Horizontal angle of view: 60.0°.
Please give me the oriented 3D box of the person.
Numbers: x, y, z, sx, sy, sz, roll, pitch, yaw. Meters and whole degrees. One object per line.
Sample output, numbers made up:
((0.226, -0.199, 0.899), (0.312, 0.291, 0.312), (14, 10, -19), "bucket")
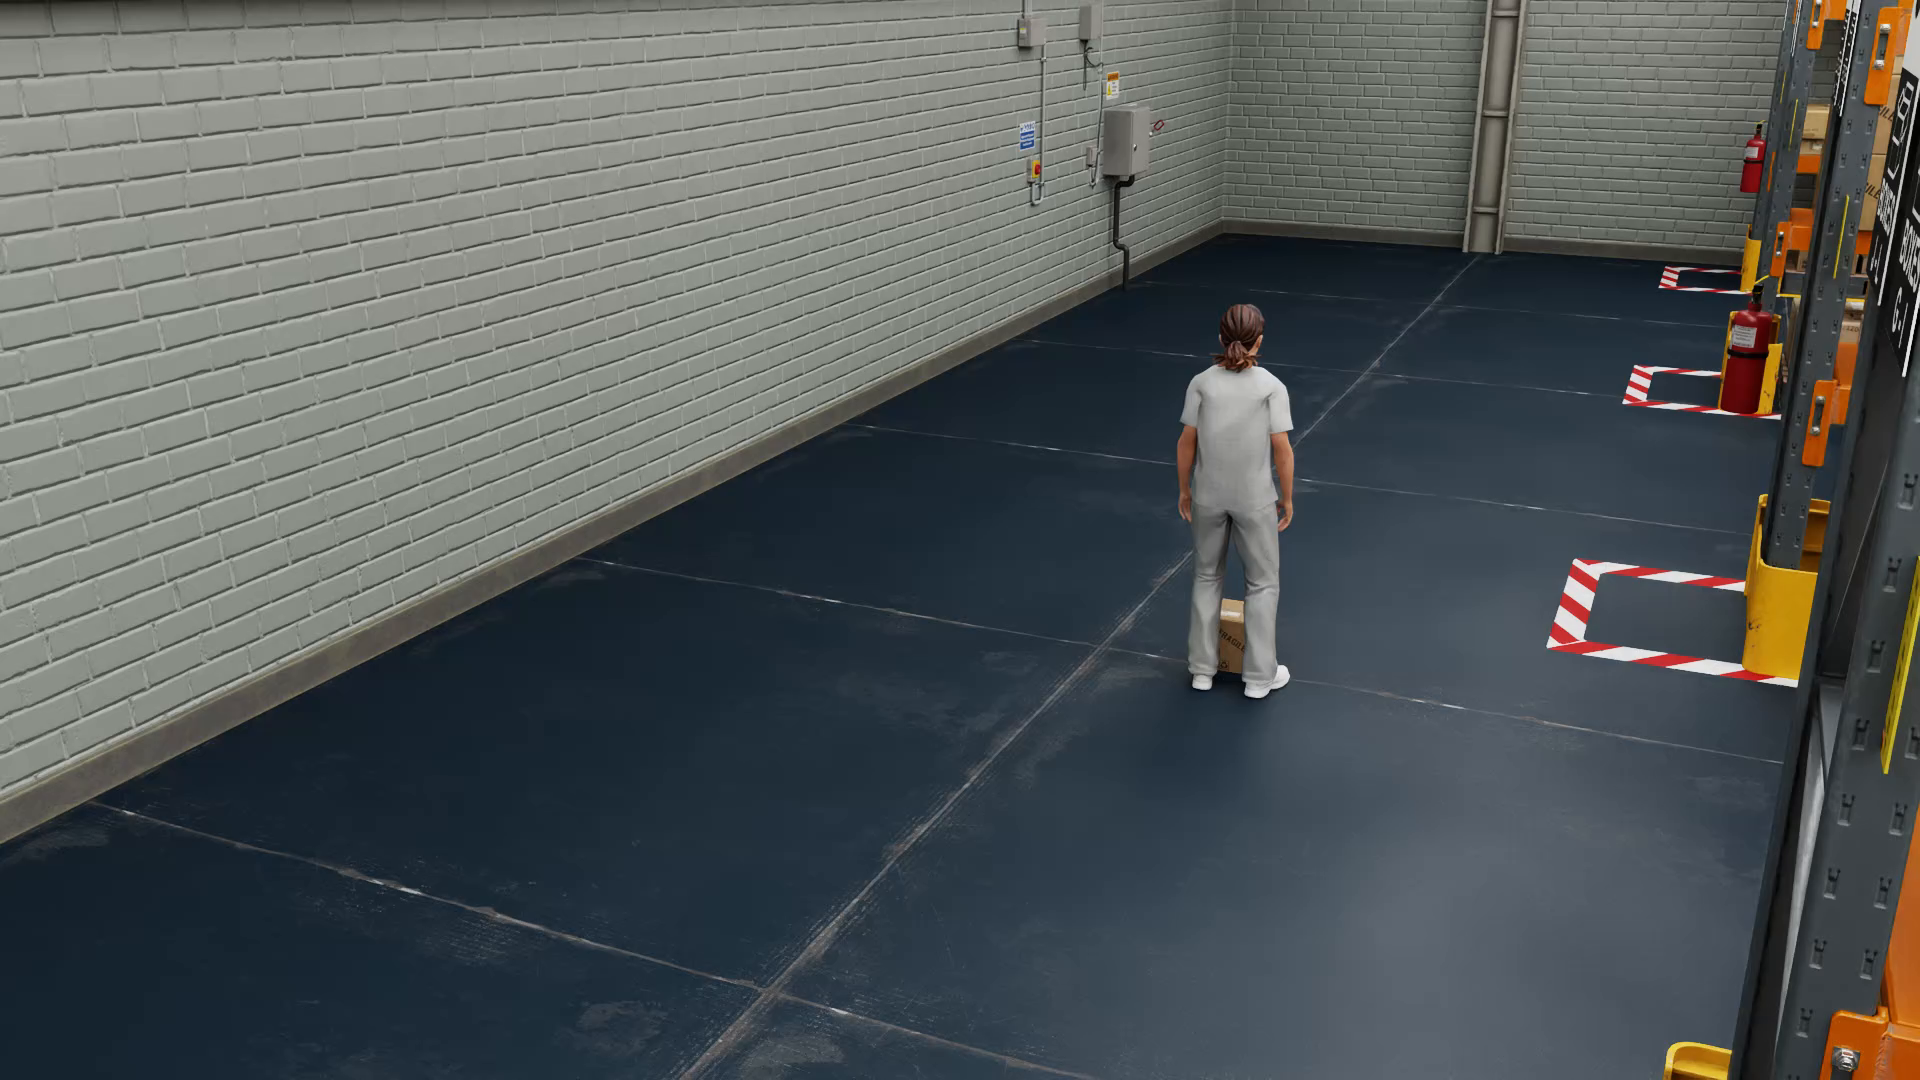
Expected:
((1.170, -0.160, 7.028), (0.497, 1.672, 0.351), (8, 21, 22), "person")
